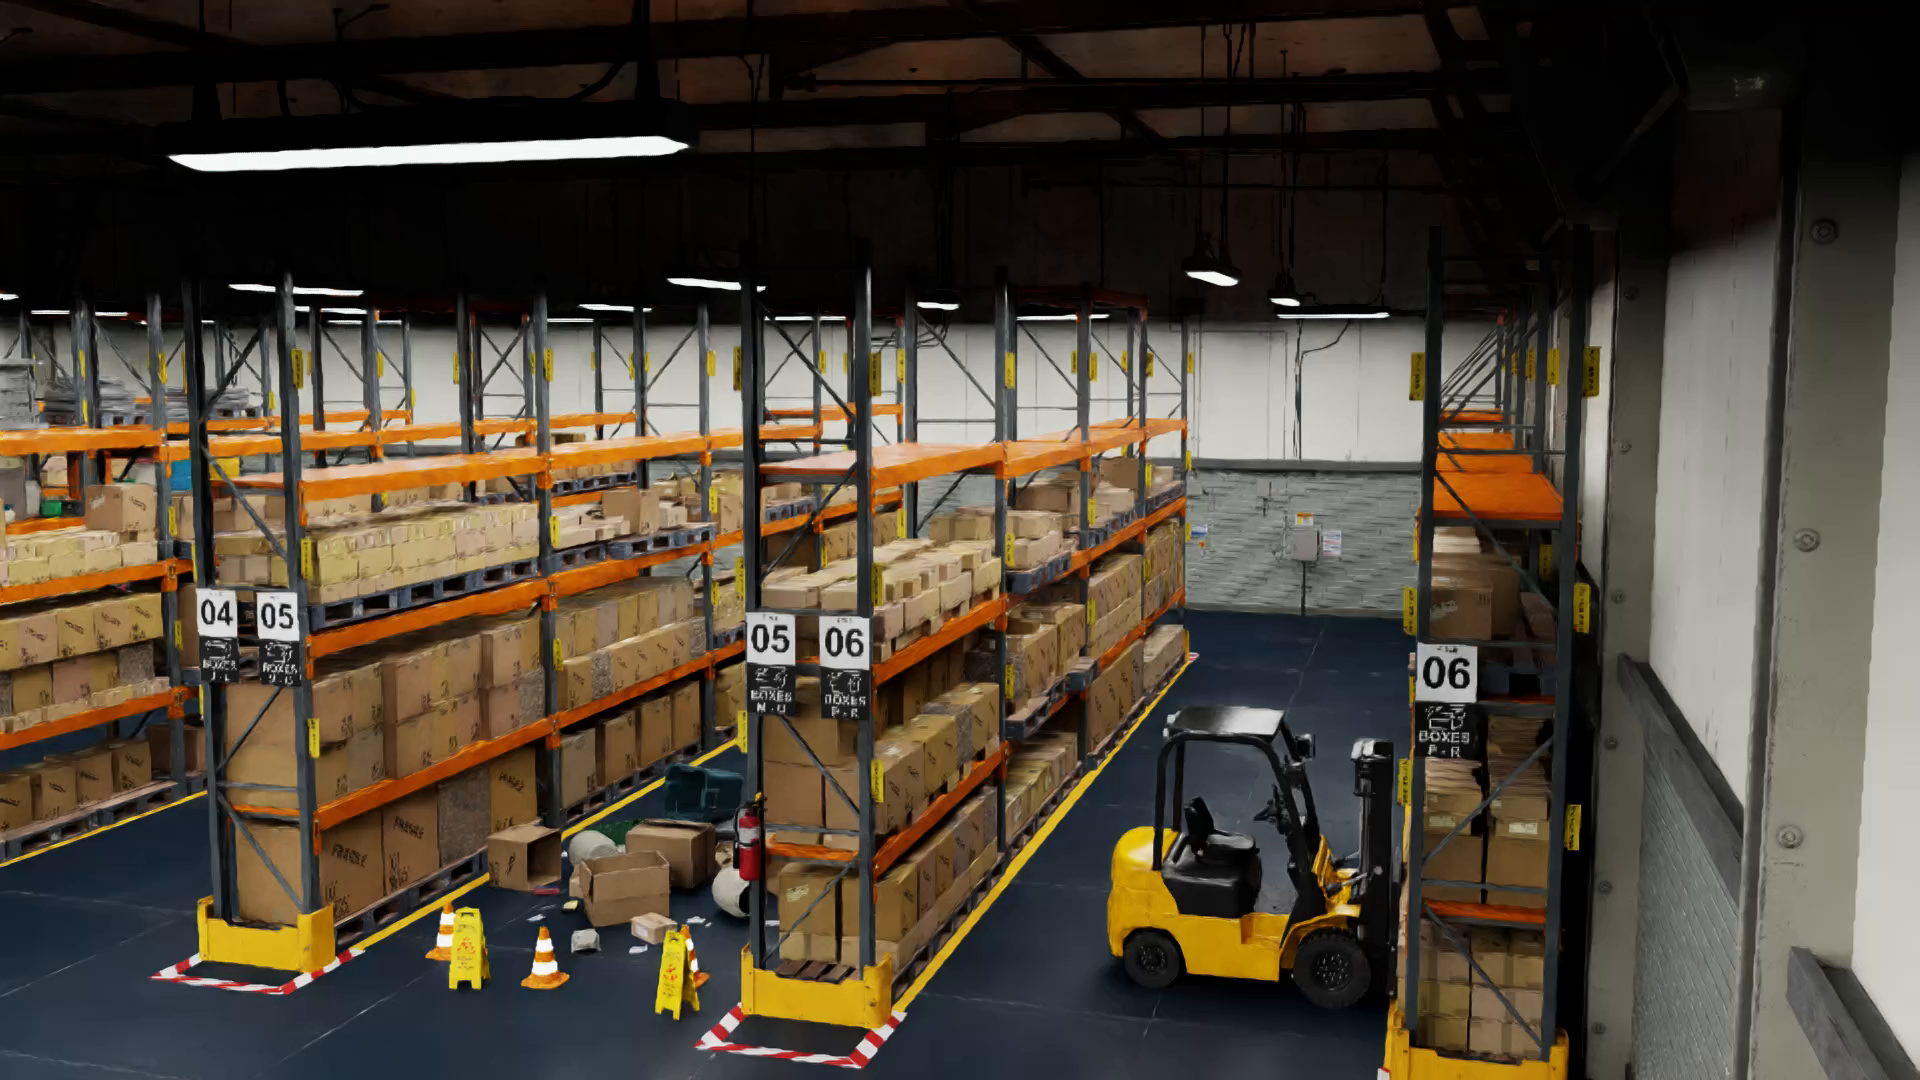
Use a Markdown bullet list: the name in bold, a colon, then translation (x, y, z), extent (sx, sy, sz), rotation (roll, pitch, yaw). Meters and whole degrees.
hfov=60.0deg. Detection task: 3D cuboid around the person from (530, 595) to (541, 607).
- **person**: translation (-6.199, 1.526, 24.925), extent (0.702, 1.735, 0.549), rotation (2, 7, 15)
